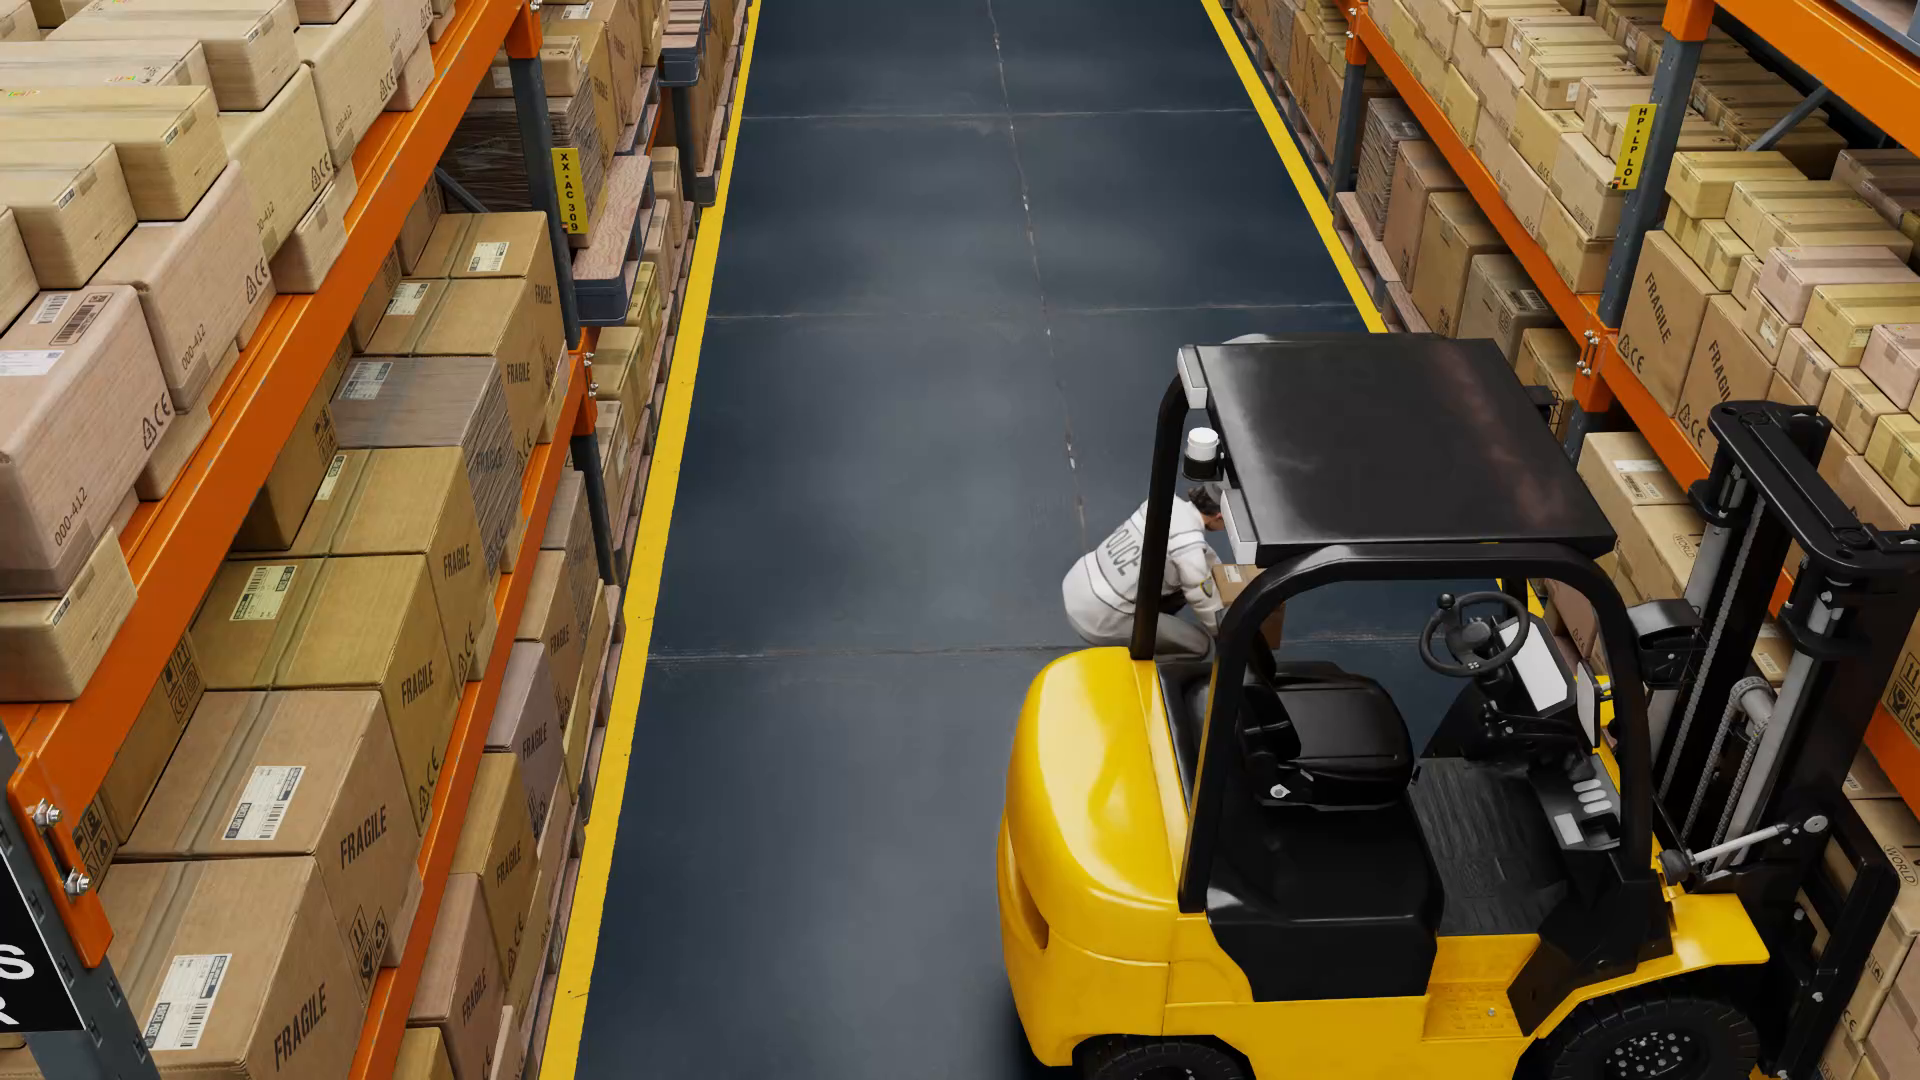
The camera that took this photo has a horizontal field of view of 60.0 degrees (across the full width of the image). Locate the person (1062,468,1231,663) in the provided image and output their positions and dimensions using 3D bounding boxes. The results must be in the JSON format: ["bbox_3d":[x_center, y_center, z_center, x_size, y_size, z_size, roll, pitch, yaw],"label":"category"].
[{"bbox_3d":[0.815,0.163,6.531,0.815,0.967,0.496,-2,35,-2],"label":"person"}]
